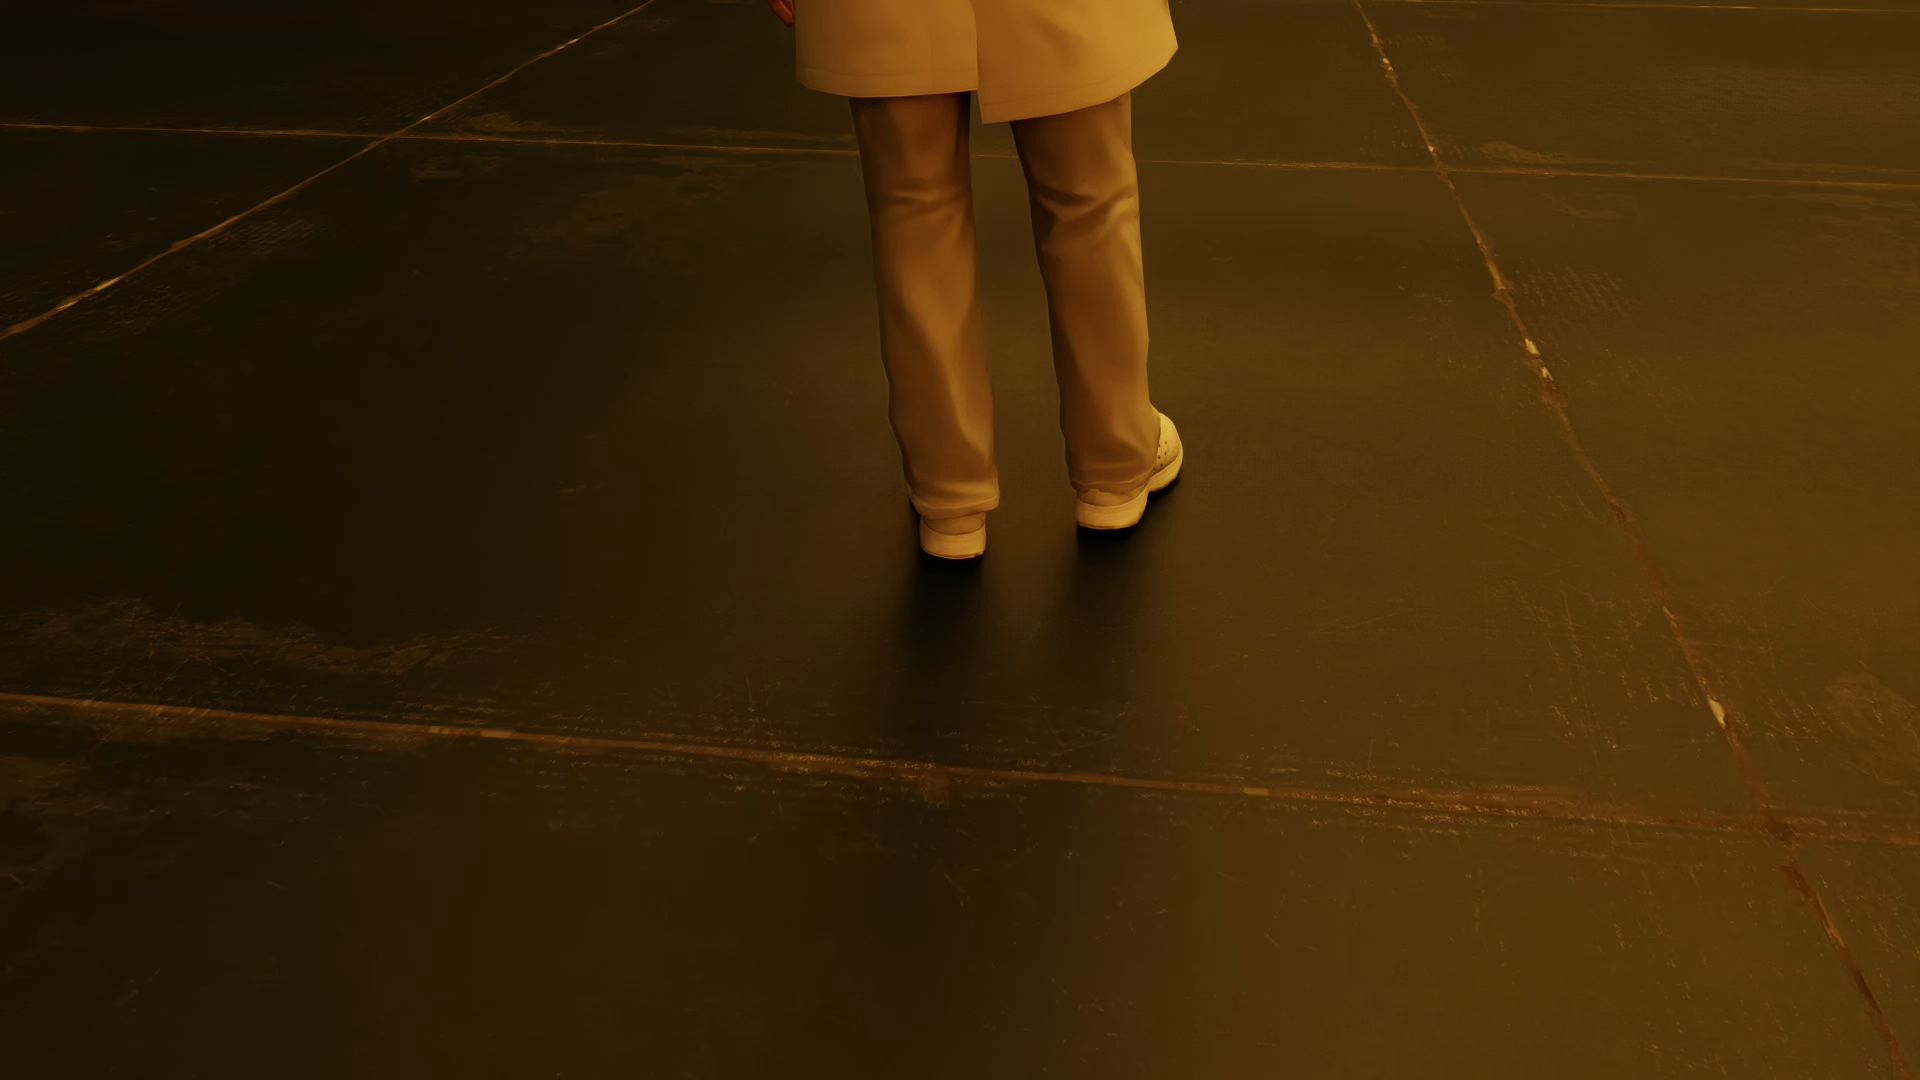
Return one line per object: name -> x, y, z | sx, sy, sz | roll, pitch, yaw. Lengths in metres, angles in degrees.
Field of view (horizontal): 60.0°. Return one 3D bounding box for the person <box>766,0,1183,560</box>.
person -> 0.016, -0.842, 2.181 | 0.698, 1.777, 0.578 | 3, 27, 7
